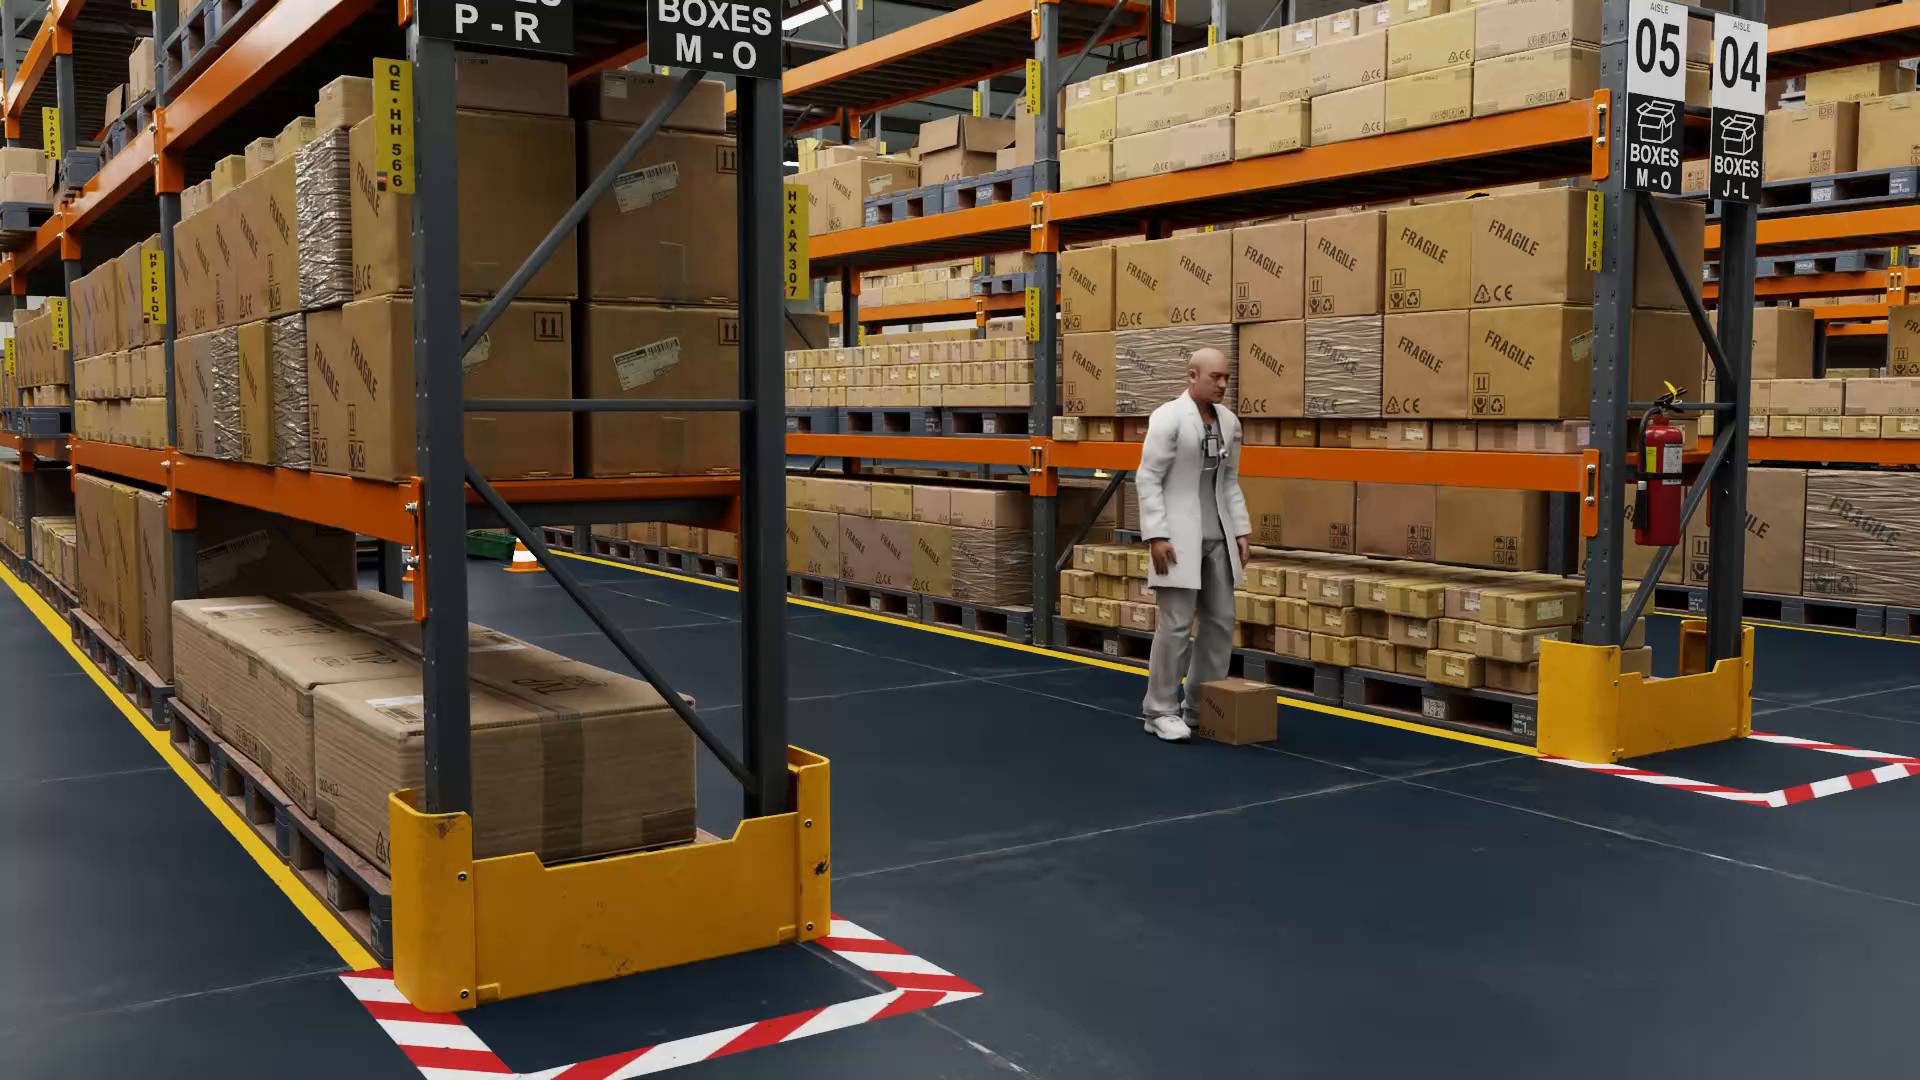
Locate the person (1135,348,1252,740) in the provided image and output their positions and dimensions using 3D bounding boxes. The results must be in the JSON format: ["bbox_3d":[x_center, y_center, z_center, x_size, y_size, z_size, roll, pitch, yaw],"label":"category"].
[{"bbox_3d":[1.092,0.006,7.680,0.643,1.775,0.426,-3,6,-35],"label":"person"}]
